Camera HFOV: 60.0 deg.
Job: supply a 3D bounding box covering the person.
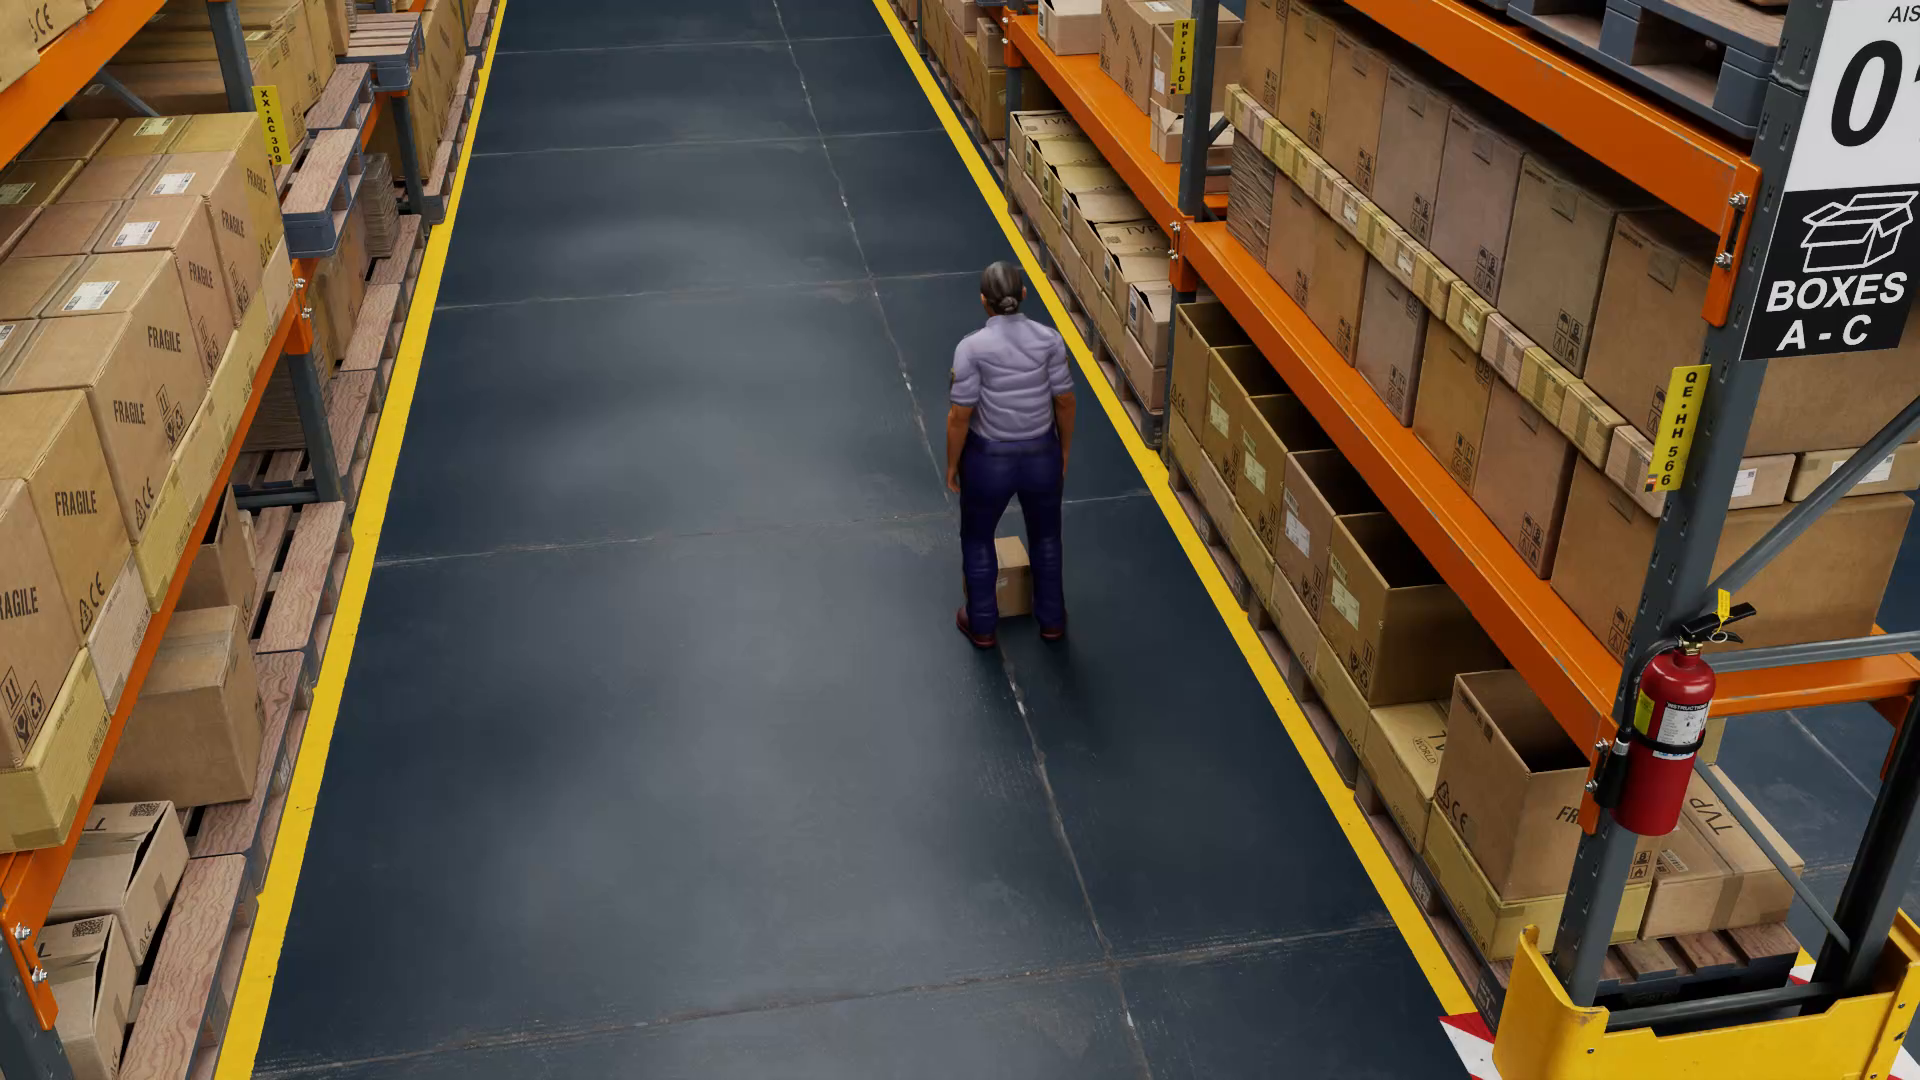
[{"bbox_3d":[0.210,-0.316,6.670,0.556,1.651,0.376,-7,32,-11],"label":"person"}]
